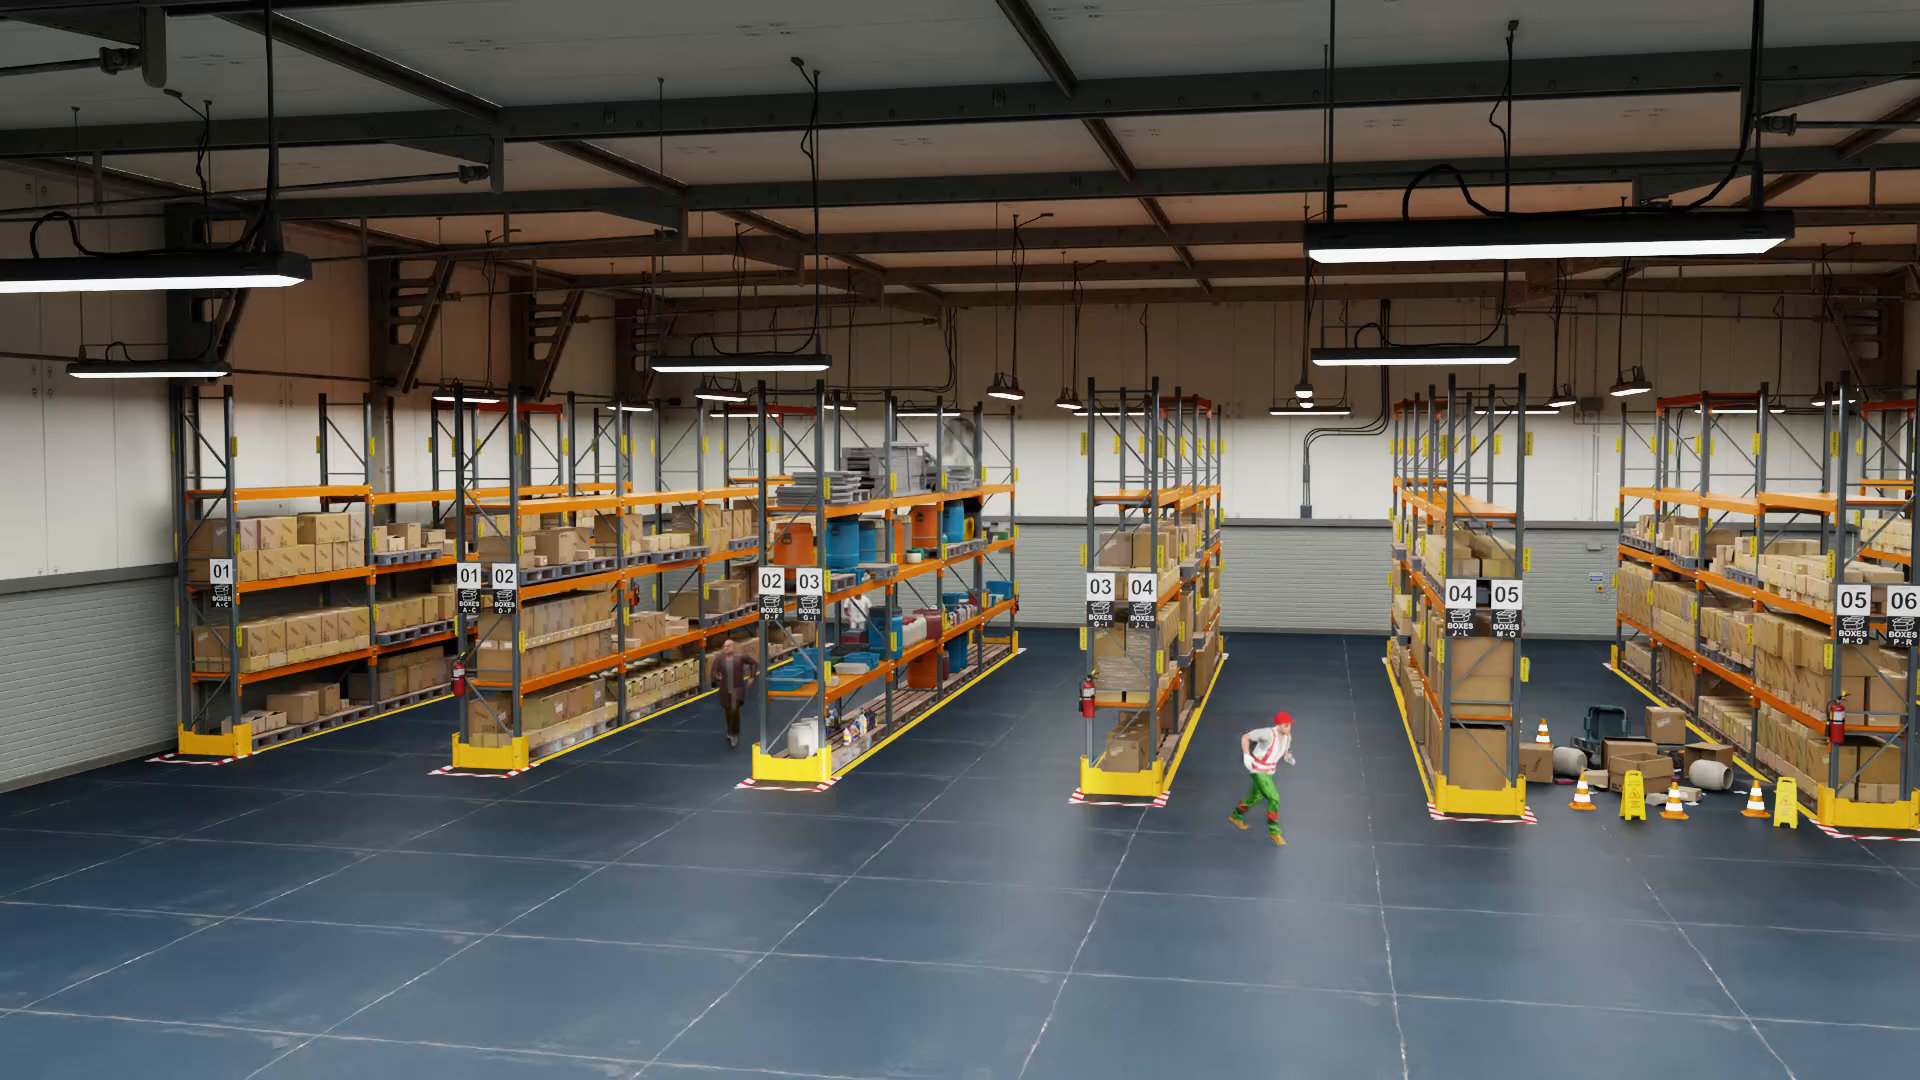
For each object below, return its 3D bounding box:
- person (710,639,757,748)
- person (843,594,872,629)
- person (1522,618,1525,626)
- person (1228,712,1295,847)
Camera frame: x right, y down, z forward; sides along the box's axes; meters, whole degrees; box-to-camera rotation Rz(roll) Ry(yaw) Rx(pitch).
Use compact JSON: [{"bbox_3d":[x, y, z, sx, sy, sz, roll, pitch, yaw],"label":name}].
[{"bbox_3d":[-3.801,2.557,27.862,0.726,1.798,0.948,0,3,8],"label":"person"},{"bbox_3d":[-2.443,1.861,39.651,0.702,1.590,0.753,0,3,0],"label":"person"},{"bbox_3d":[12.259,2.139,37.120,0.535,1.556,0.608,-1,3,-14],"label":"person"},{"bbox_3d":[3.807,3.000,21.124,0.707,1.731,1.052,-3,4,-39],"label":"person"}]
